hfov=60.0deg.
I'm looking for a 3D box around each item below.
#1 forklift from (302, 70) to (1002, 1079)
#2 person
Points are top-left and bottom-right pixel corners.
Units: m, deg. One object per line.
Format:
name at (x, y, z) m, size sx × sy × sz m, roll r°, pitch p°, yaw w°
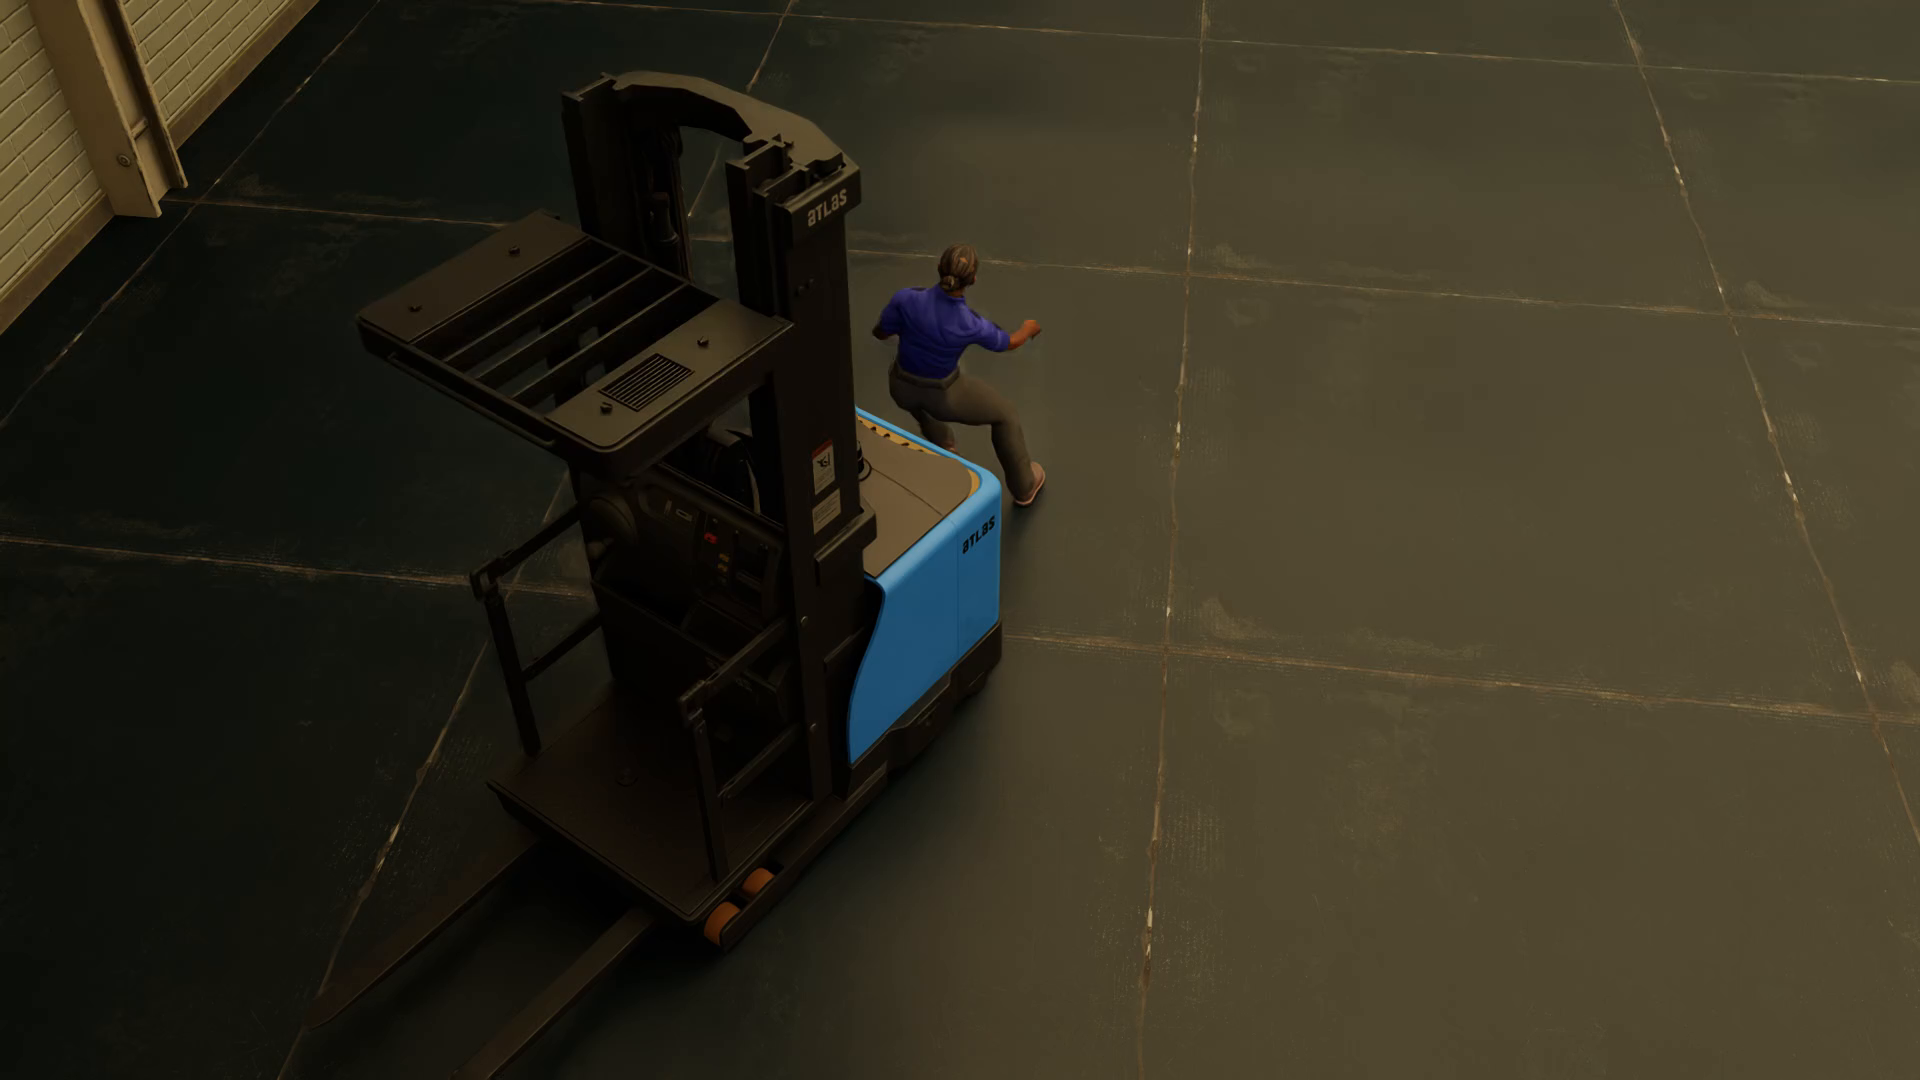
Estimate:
forklift at (-1.105, 0.063, 5.656) m, size 1.130 × 2.935 × 3.031 m, roll 27°, pitch 49°, yaw 26°
person at (0.017, -0.819, 7.676) m, size 0.752 × 1.484 × 0.683 m, roll 12°, pitch 44°, yaw 13°
